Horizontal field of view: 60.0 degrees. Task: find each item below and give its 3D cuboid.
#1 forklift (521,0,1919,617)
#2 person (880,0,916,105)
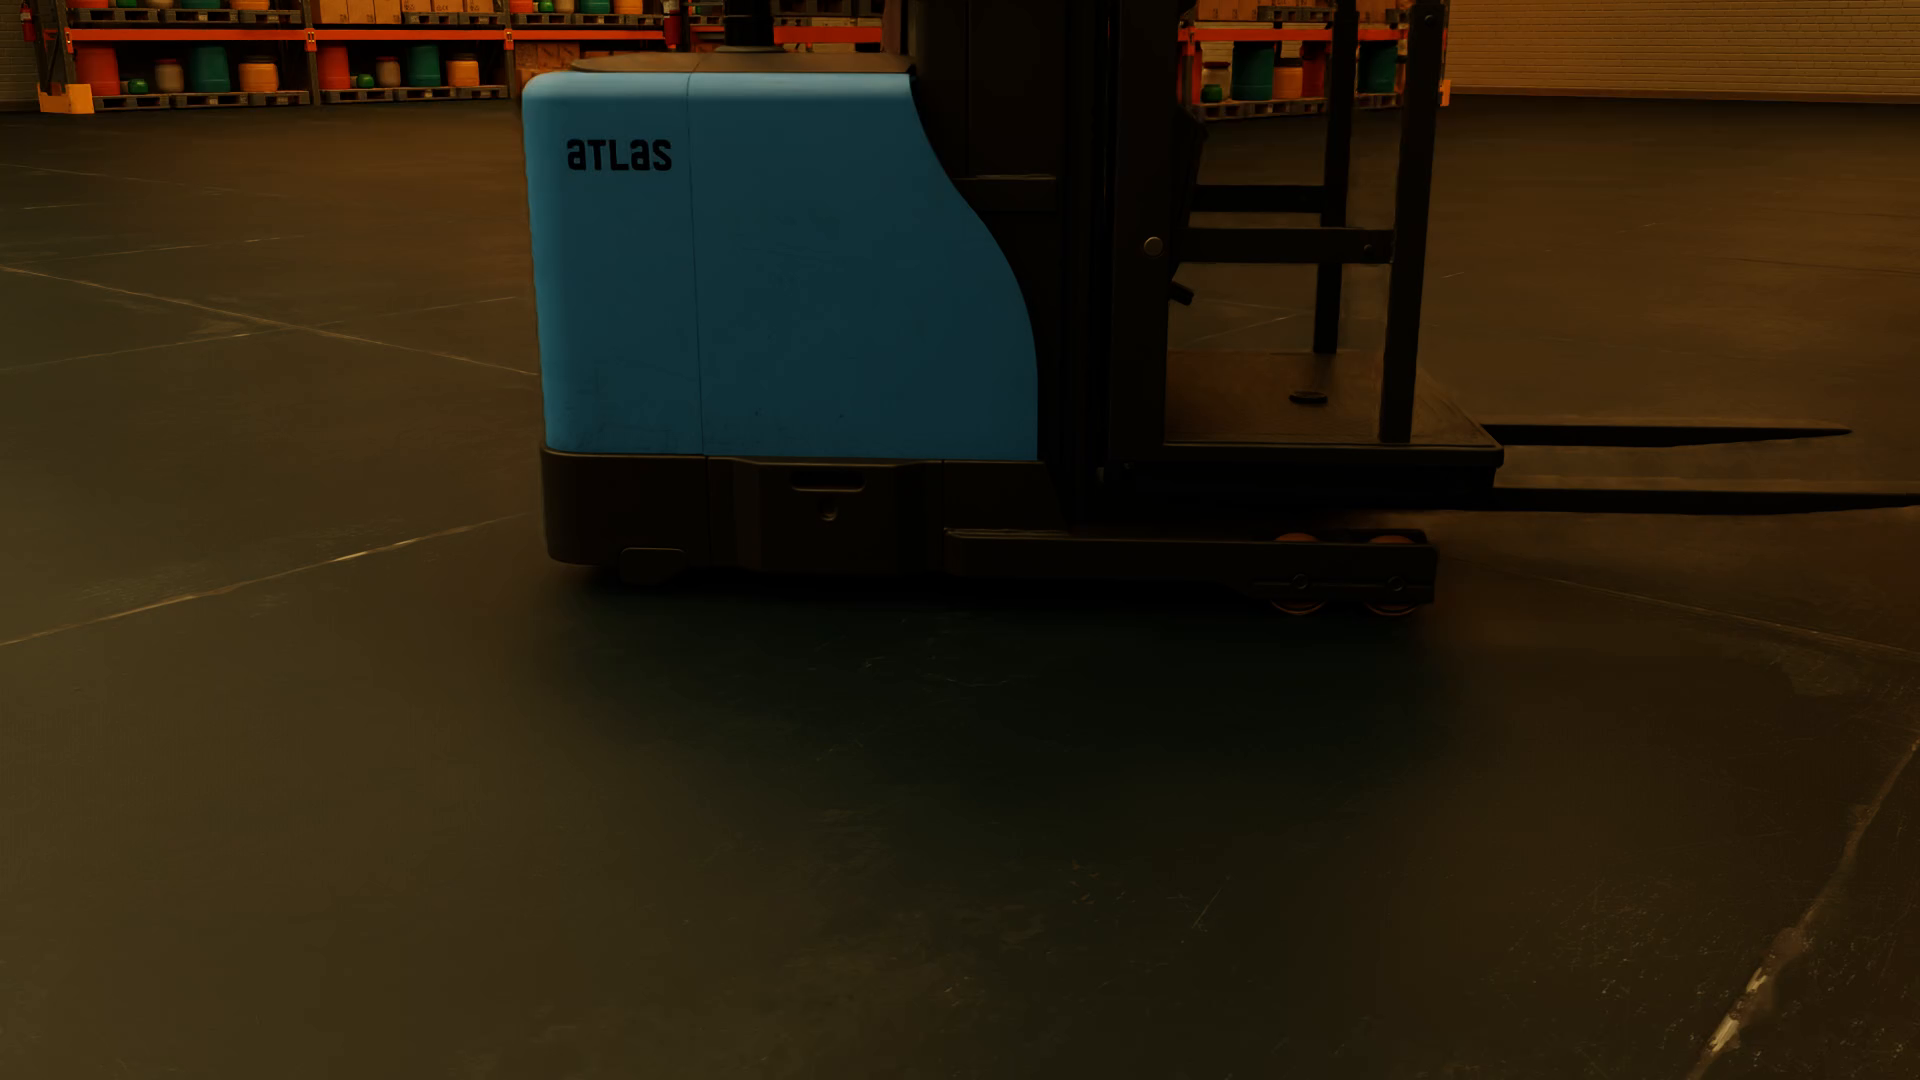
[{"bbox_3d":[0.645,-1.405,3.524,3.031,2.935,1.130,1,17,4],"label":"forklift"},{"bbox_3d":[-0.049,-0.870,3.613,0.553,1.700,0.543,13,21,37],"label":"person"}]
